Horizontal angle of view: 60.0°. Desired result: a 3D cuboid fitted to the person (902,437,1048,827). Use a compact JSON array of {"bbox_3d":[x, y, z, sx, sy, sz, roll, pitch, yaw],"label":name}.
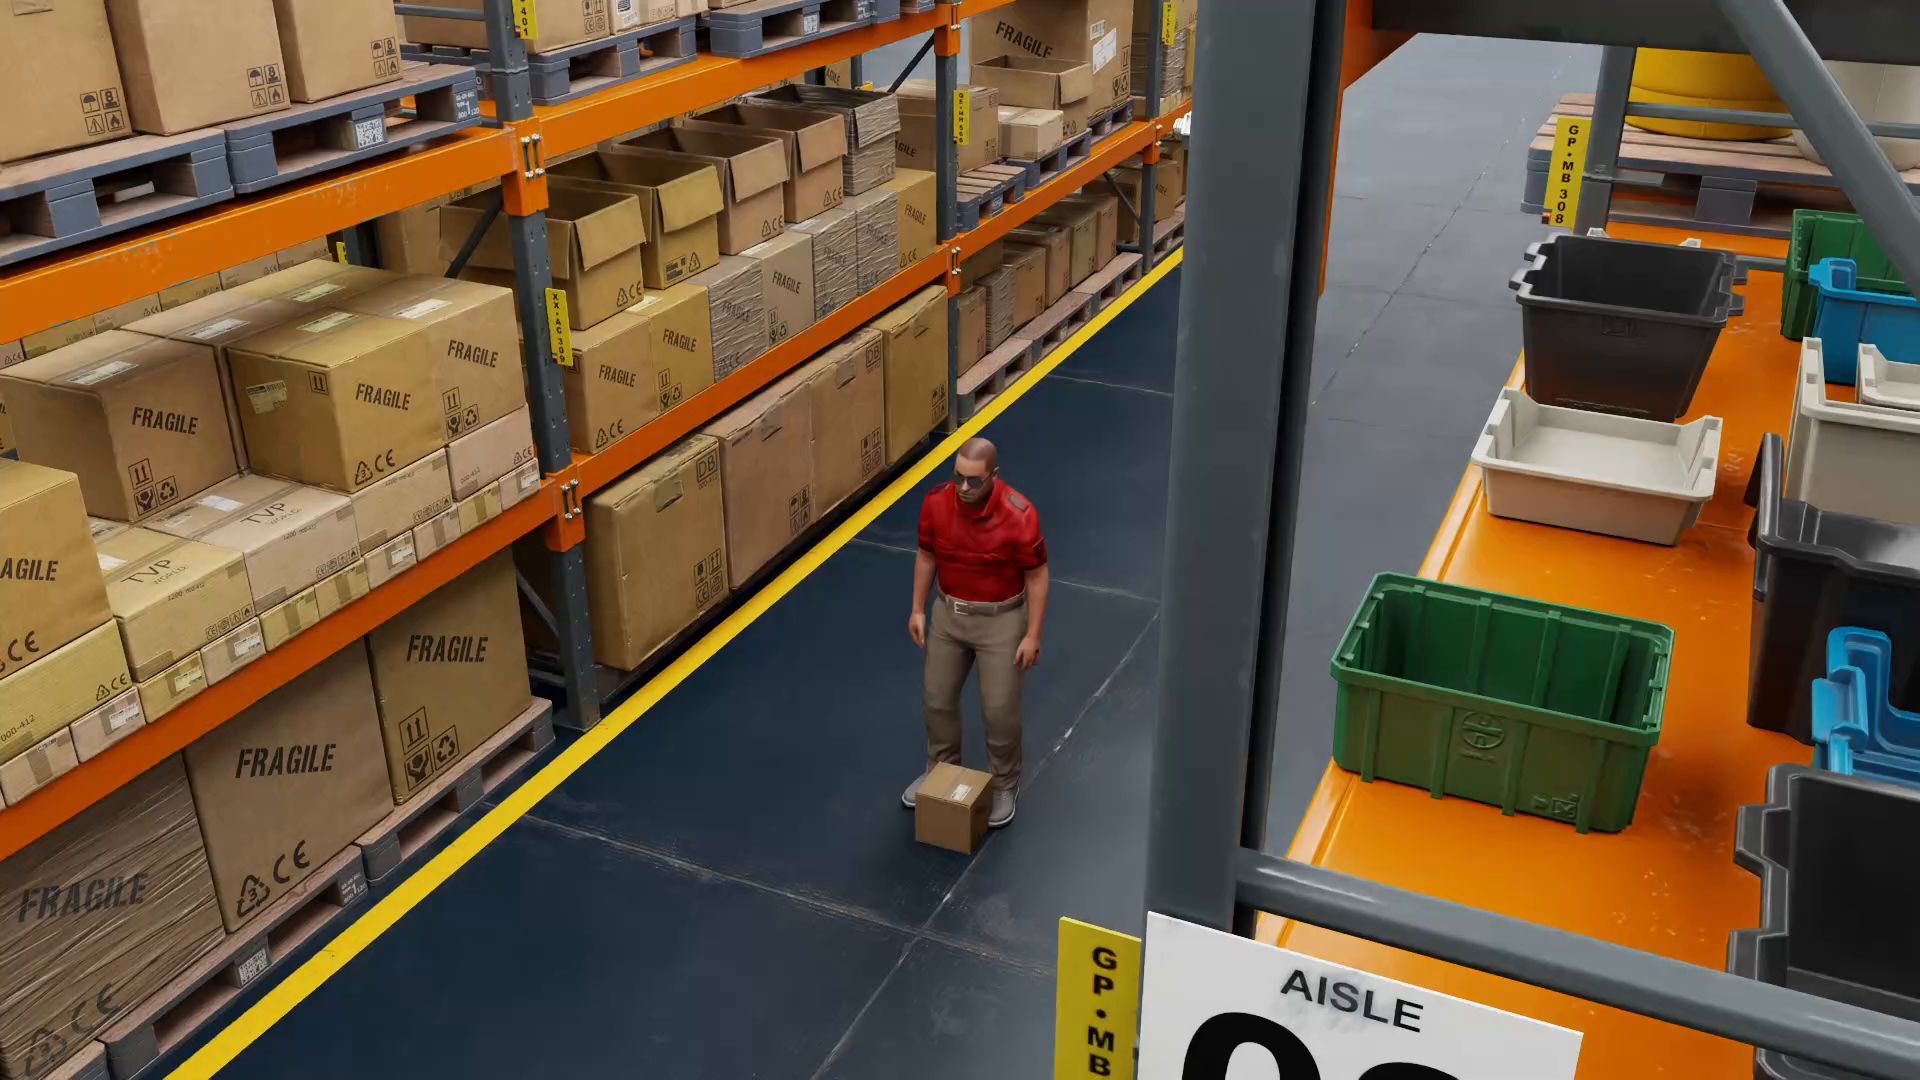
[{"bbox_3d":[0.070,0.357,6.896,0.588,1.726,0.389,11,28,21],"label":"person"}]
